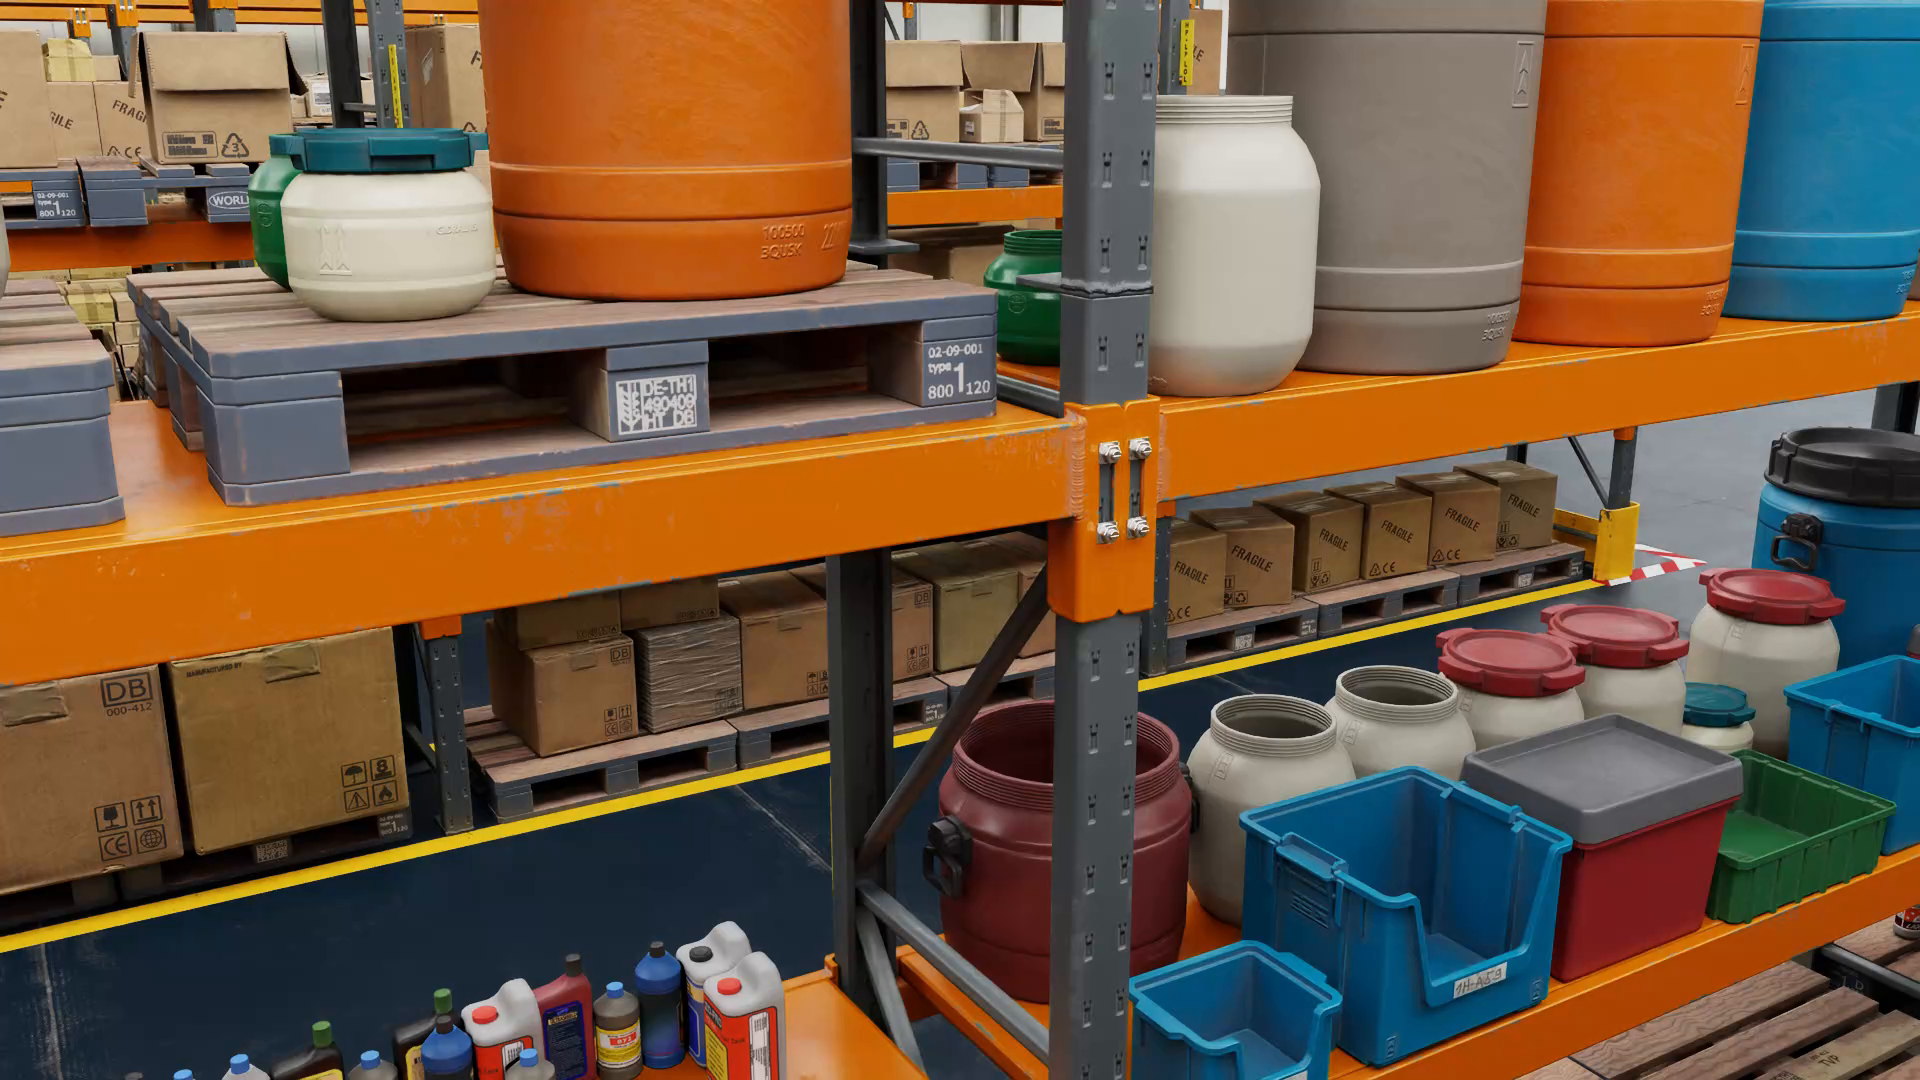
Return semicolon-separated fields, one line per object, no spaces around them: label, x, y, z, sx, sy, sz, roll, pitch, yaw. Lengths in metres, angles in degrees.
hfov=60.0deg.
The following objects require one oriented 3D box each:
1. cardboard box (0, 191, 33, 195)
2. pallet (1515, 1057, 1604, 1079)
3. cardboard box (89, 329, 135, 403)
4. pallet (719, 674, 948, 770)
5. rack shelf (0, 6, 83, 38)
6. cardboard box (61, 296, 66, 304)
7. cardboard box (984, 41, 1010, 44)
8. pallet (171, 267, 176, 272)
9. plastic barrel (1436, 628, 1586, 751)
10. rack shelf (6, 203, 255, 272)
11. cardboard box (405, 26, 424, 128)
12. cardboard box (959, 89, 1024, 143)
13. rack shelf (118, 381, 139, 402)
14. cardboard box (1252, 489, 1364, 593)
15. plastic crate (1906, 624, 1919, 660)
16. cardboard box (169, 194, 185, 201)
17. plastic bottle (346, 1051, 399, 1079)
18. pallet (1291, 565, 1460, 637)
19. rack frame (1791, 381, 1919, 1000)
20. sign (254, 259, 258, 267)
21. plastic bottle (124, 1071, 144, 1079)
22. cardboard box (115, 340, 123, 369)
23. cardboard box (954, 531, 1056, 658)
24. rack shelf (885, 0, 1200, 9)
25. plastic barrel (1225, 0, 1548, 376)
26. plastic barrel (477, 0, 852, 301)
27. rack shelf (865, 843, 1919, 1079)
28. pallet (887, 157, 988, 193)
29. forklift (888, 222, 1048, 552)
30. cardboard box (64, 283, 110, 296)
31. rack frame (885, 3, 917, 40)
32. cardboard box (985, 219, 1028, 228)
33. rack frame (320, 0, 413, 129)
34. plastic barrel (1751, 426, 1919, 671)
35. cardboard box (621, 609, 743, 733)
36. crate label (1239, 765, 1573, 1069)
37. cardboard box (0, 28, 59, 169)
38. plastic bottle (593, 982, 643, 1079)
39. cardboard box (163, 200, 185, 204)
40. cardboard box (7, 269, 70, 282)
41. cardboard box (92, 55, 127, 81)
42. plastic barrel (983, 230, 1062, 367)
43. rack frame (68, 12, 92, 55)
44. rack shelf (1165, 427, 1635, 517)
cardboard box;-8.616;-2.954;15.353;0.500;0.500;0.500;-9;18;-29
pallet;1.736;2.007;4.860;1.213;0.211;1.003;-9;18;-30
cardboard box;-3.738;-0.558;6.799;0.637;0.503;0.797;-9;18;-28
pallet;-0.828;0.851;8.982;1.213;0.211;1.003;-9;18;-30
rack shelf;-11.921;-5.727;18.242;4.000;0.370;1.077;-9;18;-30
cardboard box;-5.863;-1.461;10.650;0.250;0.149;0.380;-9;18;-28
cardboard box;0.209;-4.073;13.852;0.250;0.149;0.380;-9;18;-30
pallet;-7.091;-2.539;16.265;1.003;0.211;1.213;-9;18;-30
plastic barrel;1.504;0.554;4.624;0.433;0.535;0.433;0;16;0
rack shelf;-4.257;-1.035;6.319;4.000;0.370;1.077;-9;18;-30
cardboard box;-2.263;-2.072;7.576;0.500;0.500;0.500;-9;18;-28
cardboard box;0.131;-2.199;8.610;0.258;0.266;0.396;-8;18;-28
rack shelf;-6.725;-0.752;10.868;4.000;0.370;1.077;-9;18;-30
cardboard box;2.228;-0.002;10.711;0.500;0.500;0.500;-11;19;-35
plastic crate;3.179;0.483;5.013;0.583;0.464;0.402;-9;18;-30
cardboard box;-9.346;-4.071;19.989;0.250;0.149;0.380;-9;18;-28
plastic bottle;-1.154;1.105;3.279;0.097;0.201;0.097;0;16;0
pallet;2.490;0.300;10.949;1.213;0.211;1.003;-9;18;-30
rack frame;3.437;0.375;5.514;0.127;3.000;1.000;-9;18;-30
sign;-4.723;-1.771;11.173;0.005;0.325;0.100;-9;18;-30
plastic bottle;-1.544;1.123;3.063;0.133;0.283;0.061;-9;18;-30
cardboard box;-5.631;-1.213;10.866;0.250;0.149;0.380;-9;18;-29
cardboard box;0.348;0.301;9.593;0.500;0.500;0.700;-11;19;-34
rack shelf;0.132;-4.560;14.079;4.000;0.370;1.077;-9;18;-30
plastic barrel;0.823;-0.818;3.286;0.600;0.901;0.600;0;16;0
plastic barrel;-0.480;-0.844;2.732;0.708;0.830;0.600;-9;18;-30
rack shelf;1.722;1.000;4.619;4.000;0.370;1.077;-9;18;-30
pallet;-0.586;-1.919;8.487;1.003;0.211;1.213;-9;18;-30
forklift;-0.639;-1.297;11.607;3.031;2.935;1.130;-10;19;-32
cardboard box;-5.948;-1.654;11.336;0.250;0.149;0.380;-9;18;-30
rack frame;-0.789;-6.508;18.955;0.127;3.000;1.000;-9;18;-30
cardboard box;0.147;-2.790;14.527;0.500;0.550;0.875;-9;18;-30
rack frame;-2.543;-3.103;6.809;0.127;3.000;1.000;-9;18;-30
plastic barrel;2.949;0.117;5.505;0.708;0.901;0.600;-9;18;-30
cardboard box;-1.510;0.599;8.531;0.500;0.500;0.700;-11;19;-34
crate label;0.999;0.839;3.795;0.616;0.435;0.502;-9;18;-30
cardboard box;-3.723;-1.668;6.281;0.500;0.500;0.500;-8;18;-27
plastic bottle;-0.727;1.036;3.526;0.097;0.201;0.097;0;16;0
cardboard box;-7.400;-3.029;16.142;0.500;0.500;0.500;-10;18;-31
cardboard box;-8.369;-2.478;15.043;0.500;0.250;0.500;-10;18;-31
cardboard box;-7.892;-4.116;15.011;0.637;0.503;0.797;-11;19;-33
plastic barrel;0.193;-0.484;3.311;0.294;0.245;0.294;0;16;0
rack frame;-10.206;-6.544;19.083;0.127;3.000;1.000;-9;18;-30
rack shelf;2.600;-0.702;10.691;4.000;0.370;1.077;-9;18;-30
